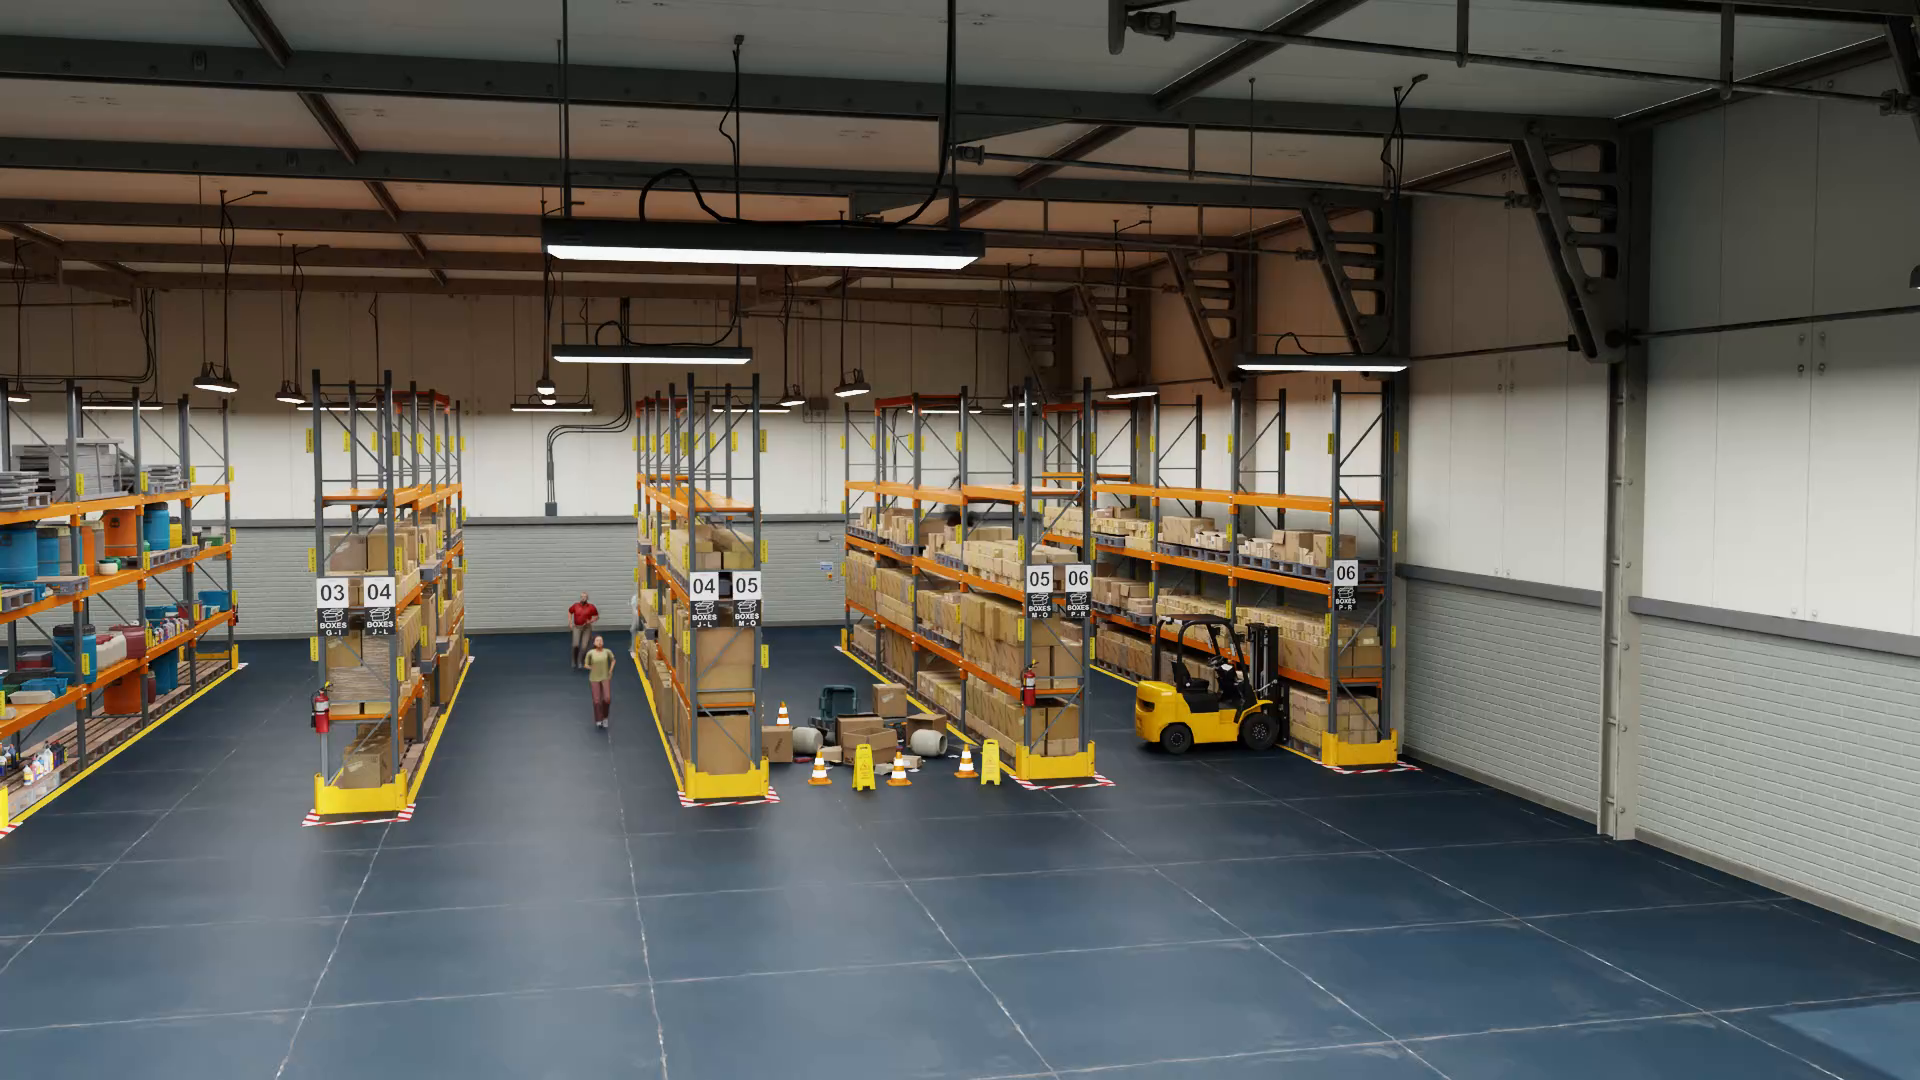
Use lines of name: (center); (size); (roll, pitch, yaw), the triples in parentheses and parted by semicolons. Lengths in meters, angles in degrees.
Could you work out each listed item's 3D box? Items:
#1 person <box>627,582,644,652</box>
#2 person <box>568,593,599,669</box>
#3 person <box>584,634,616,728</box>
person: (-7.702, 1.845, 40.153); (0.689, 1.752, 0.634); (-2, 4, -28)
person: (-8.373, 2.025, 36.954); (0.691, 1.698, 0.570); (-1, 3, -10)
person: (-6.314, 2.486, 29.207); (0.562, 1.656, 0.595); (-1, 3, -16)
